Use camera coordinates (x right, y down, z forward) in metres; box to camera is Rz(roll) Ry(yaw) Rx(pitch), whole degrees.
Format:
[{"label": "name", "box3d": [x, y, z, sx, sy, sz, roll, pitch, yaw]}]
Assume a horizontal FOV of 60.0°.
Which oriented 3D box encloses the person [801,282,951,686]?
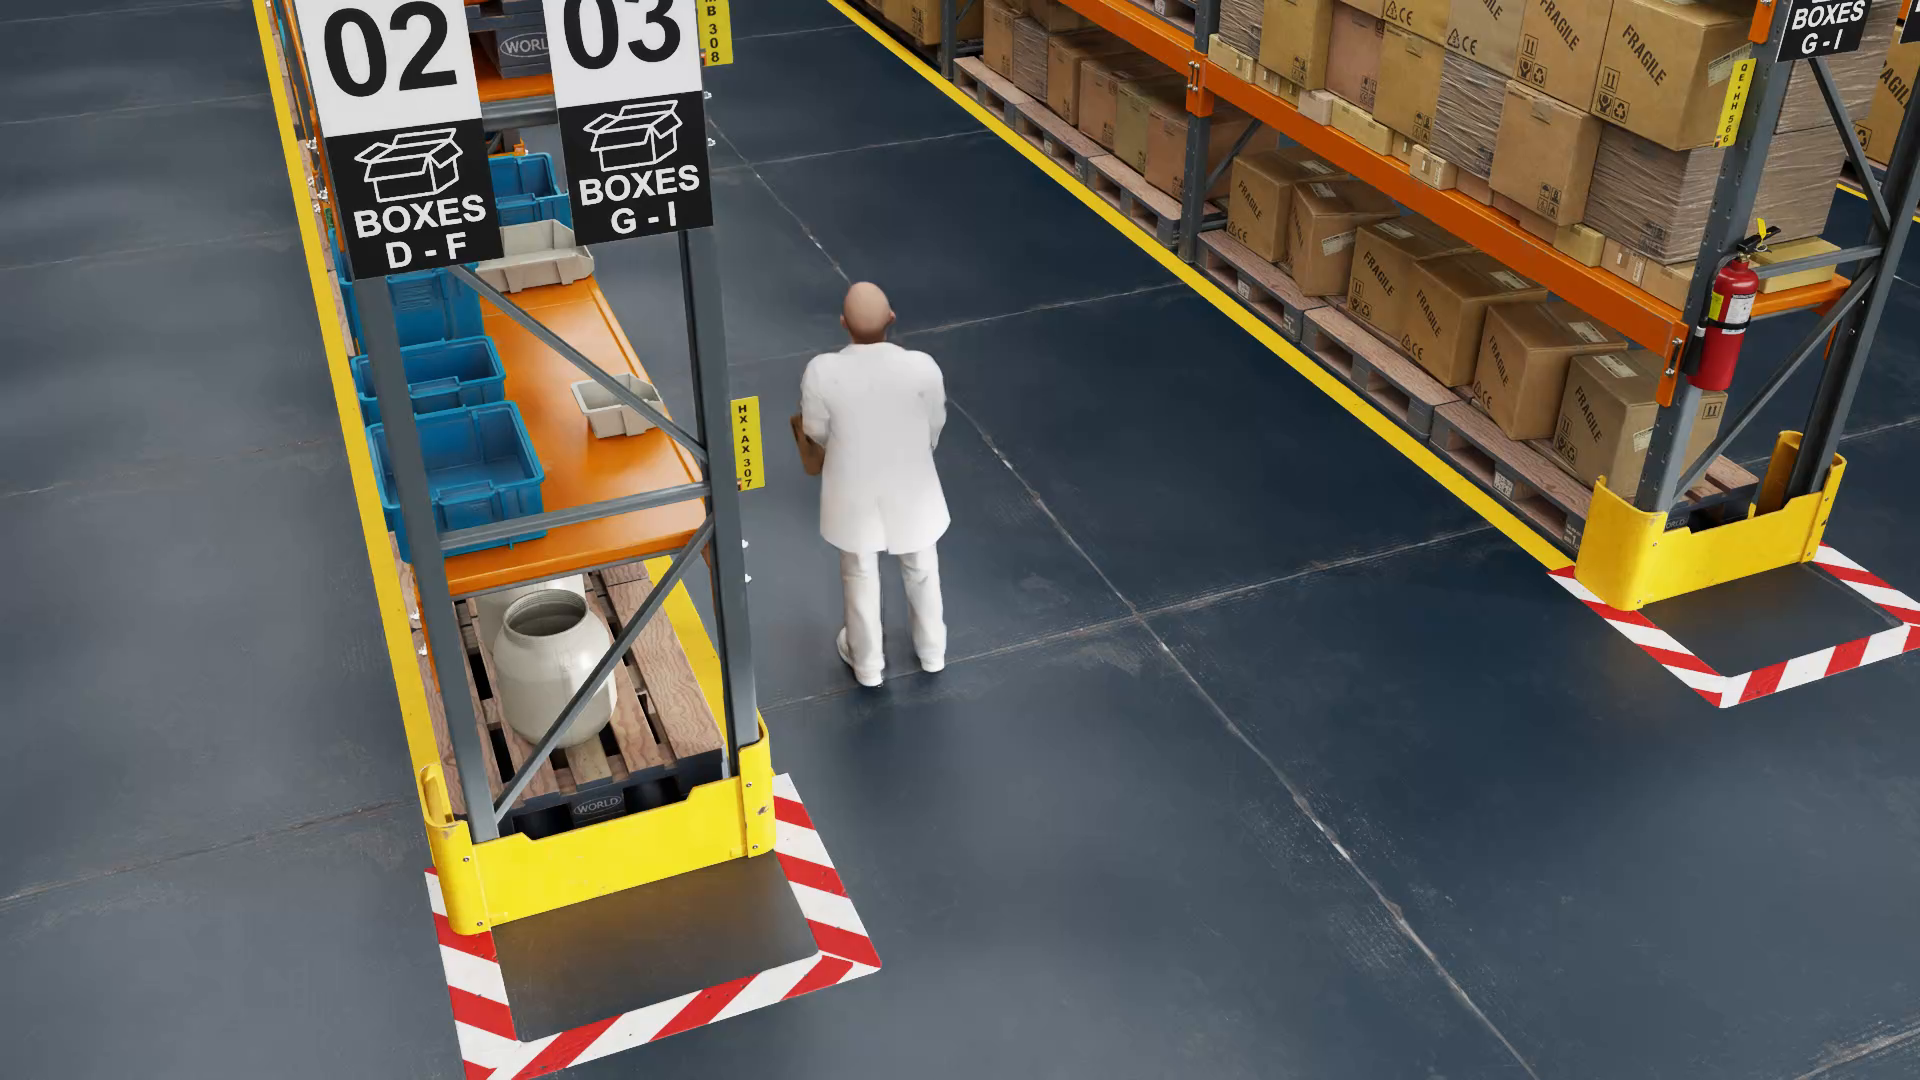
[{"label": "person", "box3d": [-0.318, -0.247, 6.523, 0.563, 1.780, 0.523, 0, 33, 0]}]
